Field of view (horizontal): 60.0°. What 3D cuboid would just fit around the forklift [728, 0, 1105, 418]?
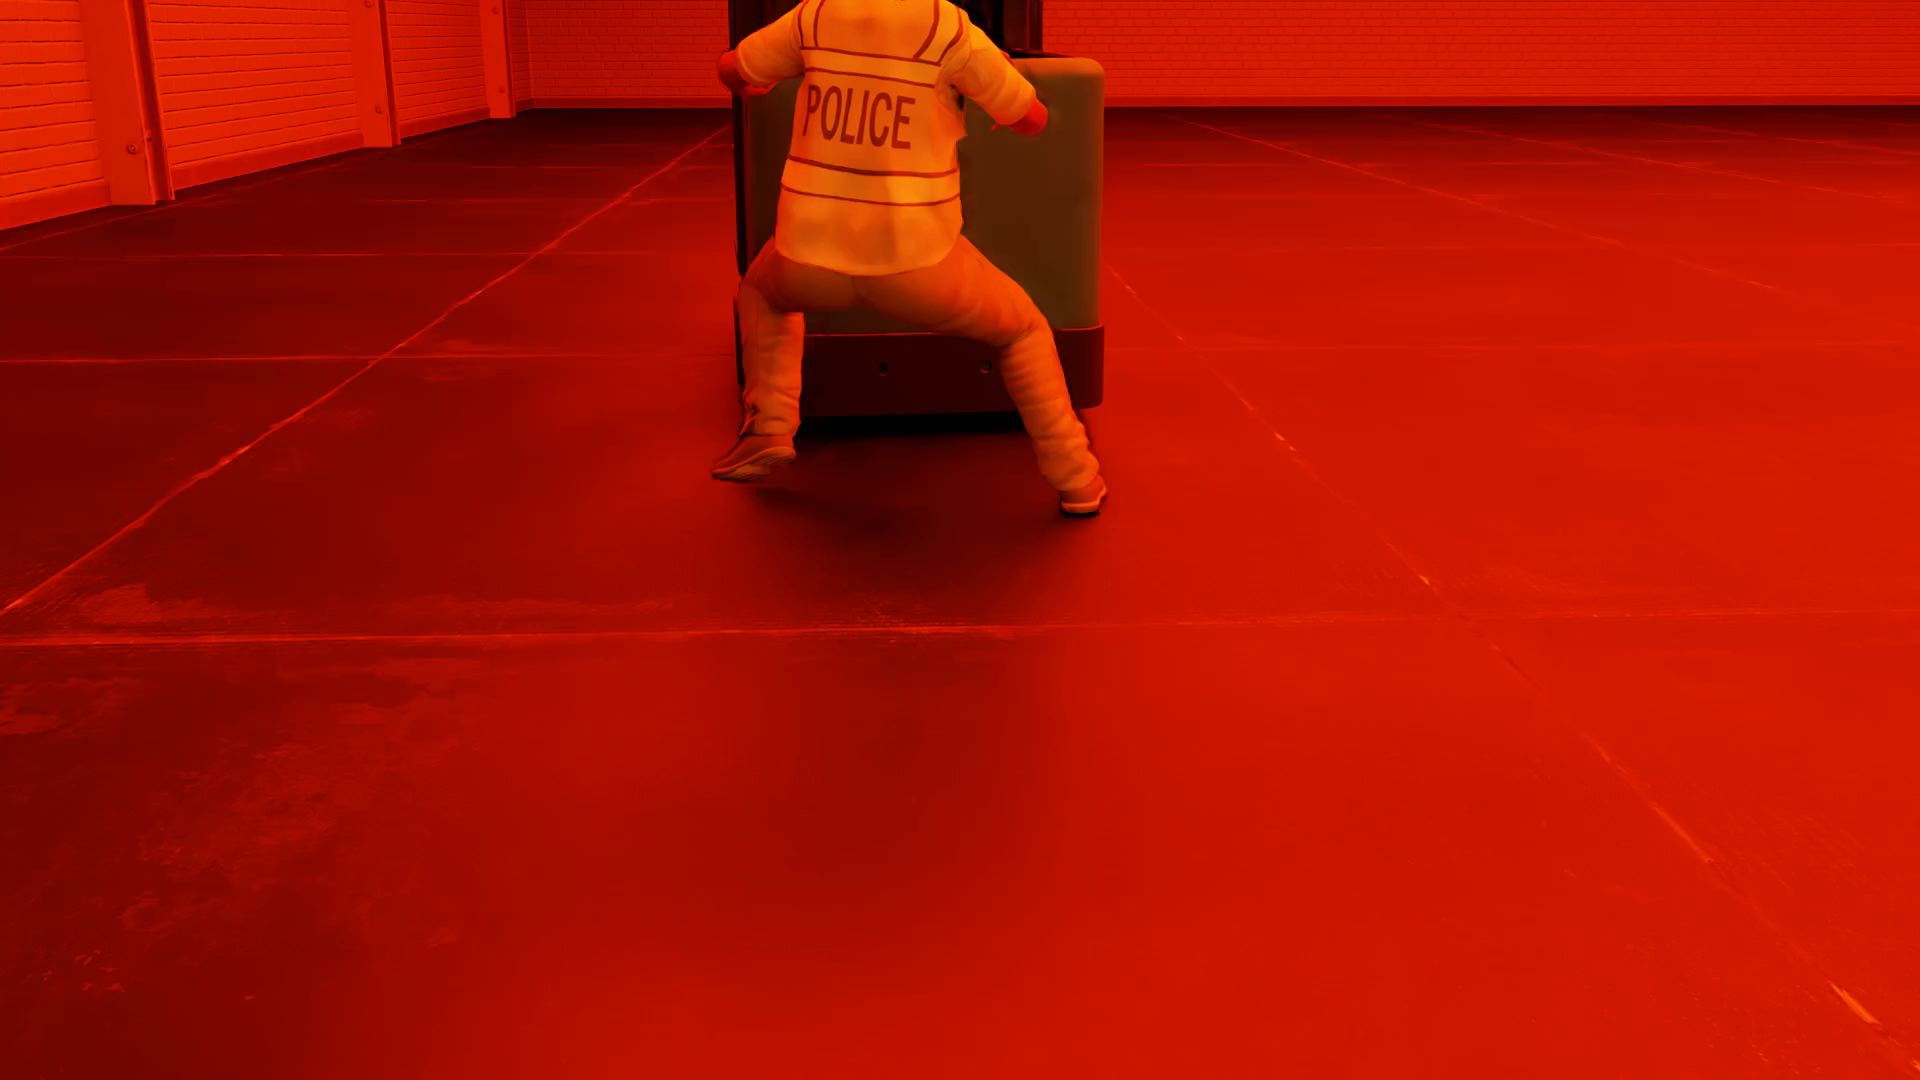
[{"bbox_3d":[-0.290,-2.141,5.906,1.130,2.935,3.031,-2,17,-8],"label":"forklift"}]

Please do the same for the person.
[{"bbox_3d":[-0.150,-0.791,4.043,1.023,1.441,0.721,5,18,16],"label":"person"}]
